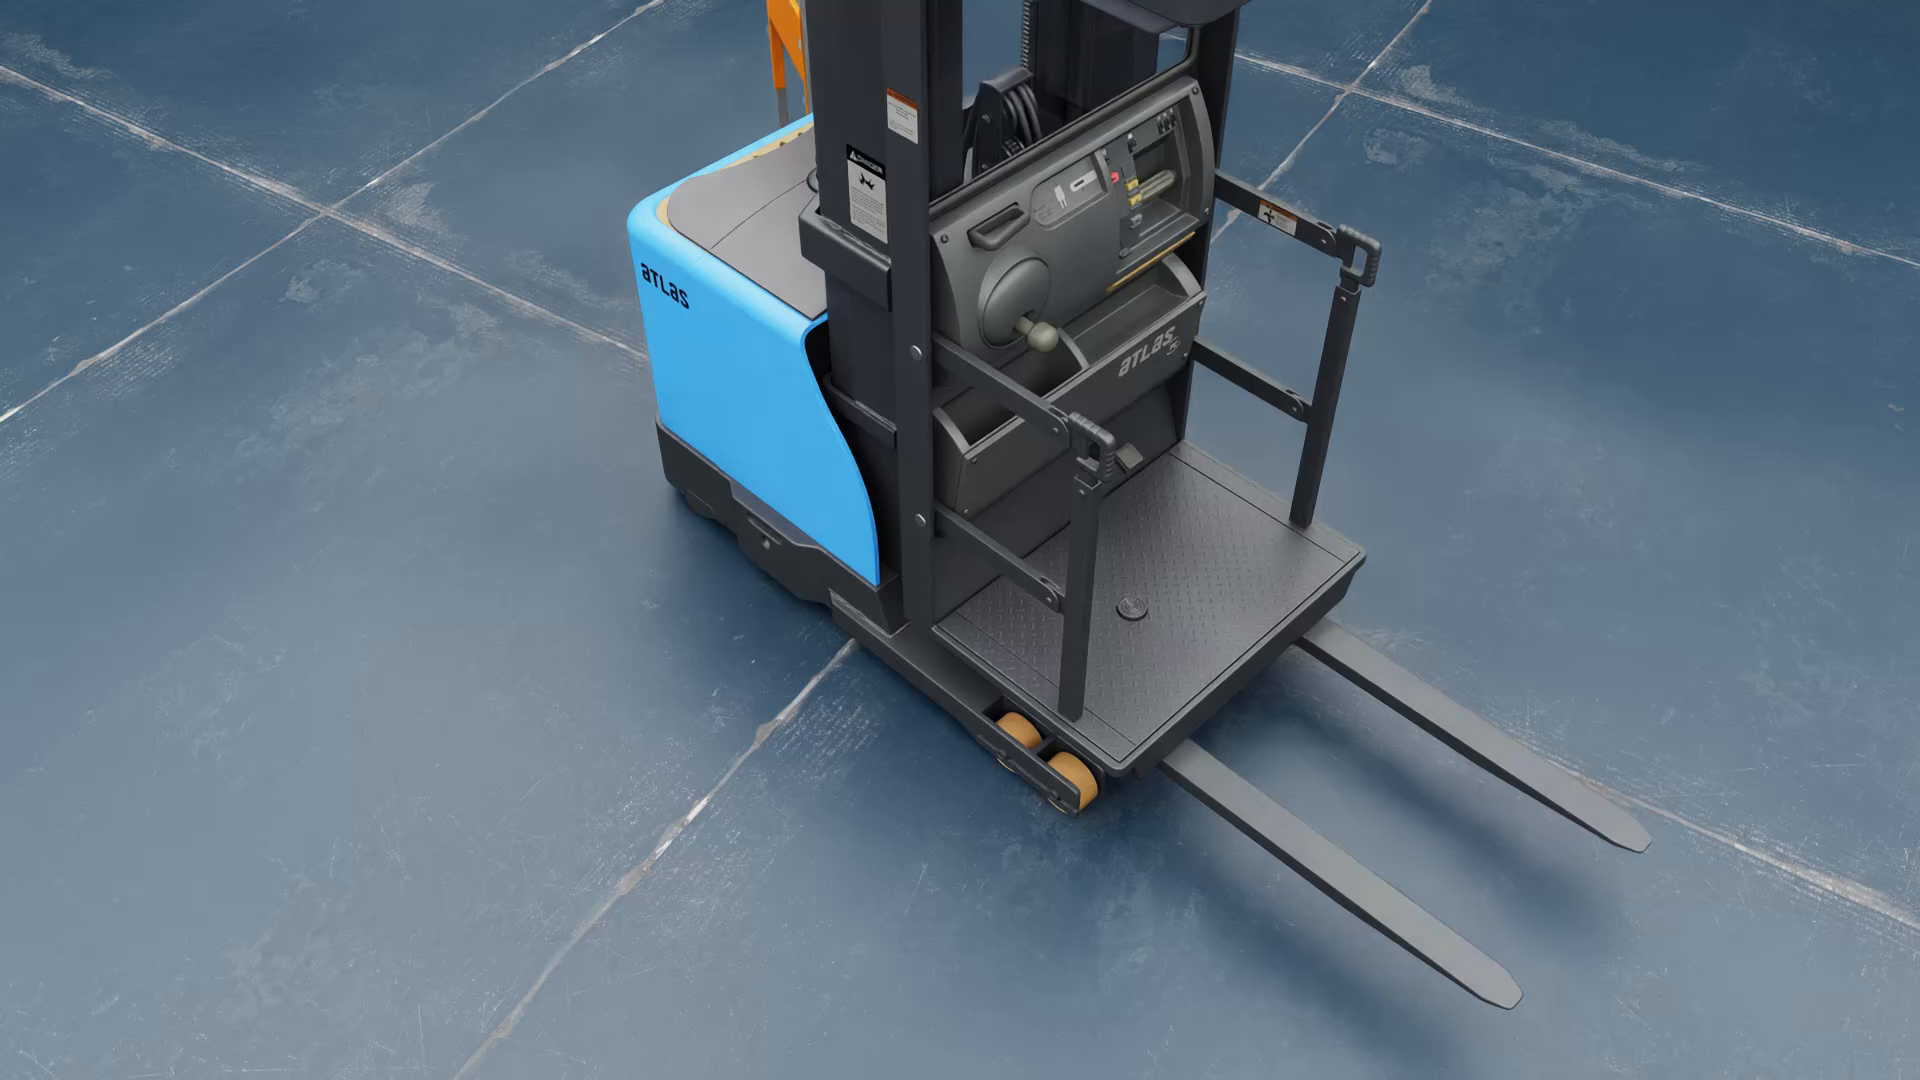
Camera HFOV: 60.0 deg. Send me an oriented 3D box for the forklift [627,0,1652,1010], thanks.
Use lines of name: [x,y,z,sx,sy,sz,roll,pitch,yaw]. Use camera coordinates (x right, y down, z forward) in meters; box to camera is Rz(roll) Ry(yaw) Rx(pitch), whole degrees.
forklift: [0.445,-0.705,3.891,3.031,2.935,1.130,35,55,29]

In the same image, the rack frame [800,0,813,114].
rack frame: [-0.285,-1.453,5.188,0.400,2.100,0.015,-13,47,-13]

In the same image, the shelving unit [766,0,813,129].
shelving unit: [-0.362,-1.616,5.352,0.431,2.100,0.503,-13,47,-13]

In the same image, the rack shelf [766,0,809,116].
rack shelf: [-0.362,-1.607,5.362,0.431,0.518,0.480,-13,47,-13]

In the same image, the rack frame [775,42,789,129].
rack frame: [-0.439,-1.780,5.515,0.400,2.100,0.015,-13,47,-13]
